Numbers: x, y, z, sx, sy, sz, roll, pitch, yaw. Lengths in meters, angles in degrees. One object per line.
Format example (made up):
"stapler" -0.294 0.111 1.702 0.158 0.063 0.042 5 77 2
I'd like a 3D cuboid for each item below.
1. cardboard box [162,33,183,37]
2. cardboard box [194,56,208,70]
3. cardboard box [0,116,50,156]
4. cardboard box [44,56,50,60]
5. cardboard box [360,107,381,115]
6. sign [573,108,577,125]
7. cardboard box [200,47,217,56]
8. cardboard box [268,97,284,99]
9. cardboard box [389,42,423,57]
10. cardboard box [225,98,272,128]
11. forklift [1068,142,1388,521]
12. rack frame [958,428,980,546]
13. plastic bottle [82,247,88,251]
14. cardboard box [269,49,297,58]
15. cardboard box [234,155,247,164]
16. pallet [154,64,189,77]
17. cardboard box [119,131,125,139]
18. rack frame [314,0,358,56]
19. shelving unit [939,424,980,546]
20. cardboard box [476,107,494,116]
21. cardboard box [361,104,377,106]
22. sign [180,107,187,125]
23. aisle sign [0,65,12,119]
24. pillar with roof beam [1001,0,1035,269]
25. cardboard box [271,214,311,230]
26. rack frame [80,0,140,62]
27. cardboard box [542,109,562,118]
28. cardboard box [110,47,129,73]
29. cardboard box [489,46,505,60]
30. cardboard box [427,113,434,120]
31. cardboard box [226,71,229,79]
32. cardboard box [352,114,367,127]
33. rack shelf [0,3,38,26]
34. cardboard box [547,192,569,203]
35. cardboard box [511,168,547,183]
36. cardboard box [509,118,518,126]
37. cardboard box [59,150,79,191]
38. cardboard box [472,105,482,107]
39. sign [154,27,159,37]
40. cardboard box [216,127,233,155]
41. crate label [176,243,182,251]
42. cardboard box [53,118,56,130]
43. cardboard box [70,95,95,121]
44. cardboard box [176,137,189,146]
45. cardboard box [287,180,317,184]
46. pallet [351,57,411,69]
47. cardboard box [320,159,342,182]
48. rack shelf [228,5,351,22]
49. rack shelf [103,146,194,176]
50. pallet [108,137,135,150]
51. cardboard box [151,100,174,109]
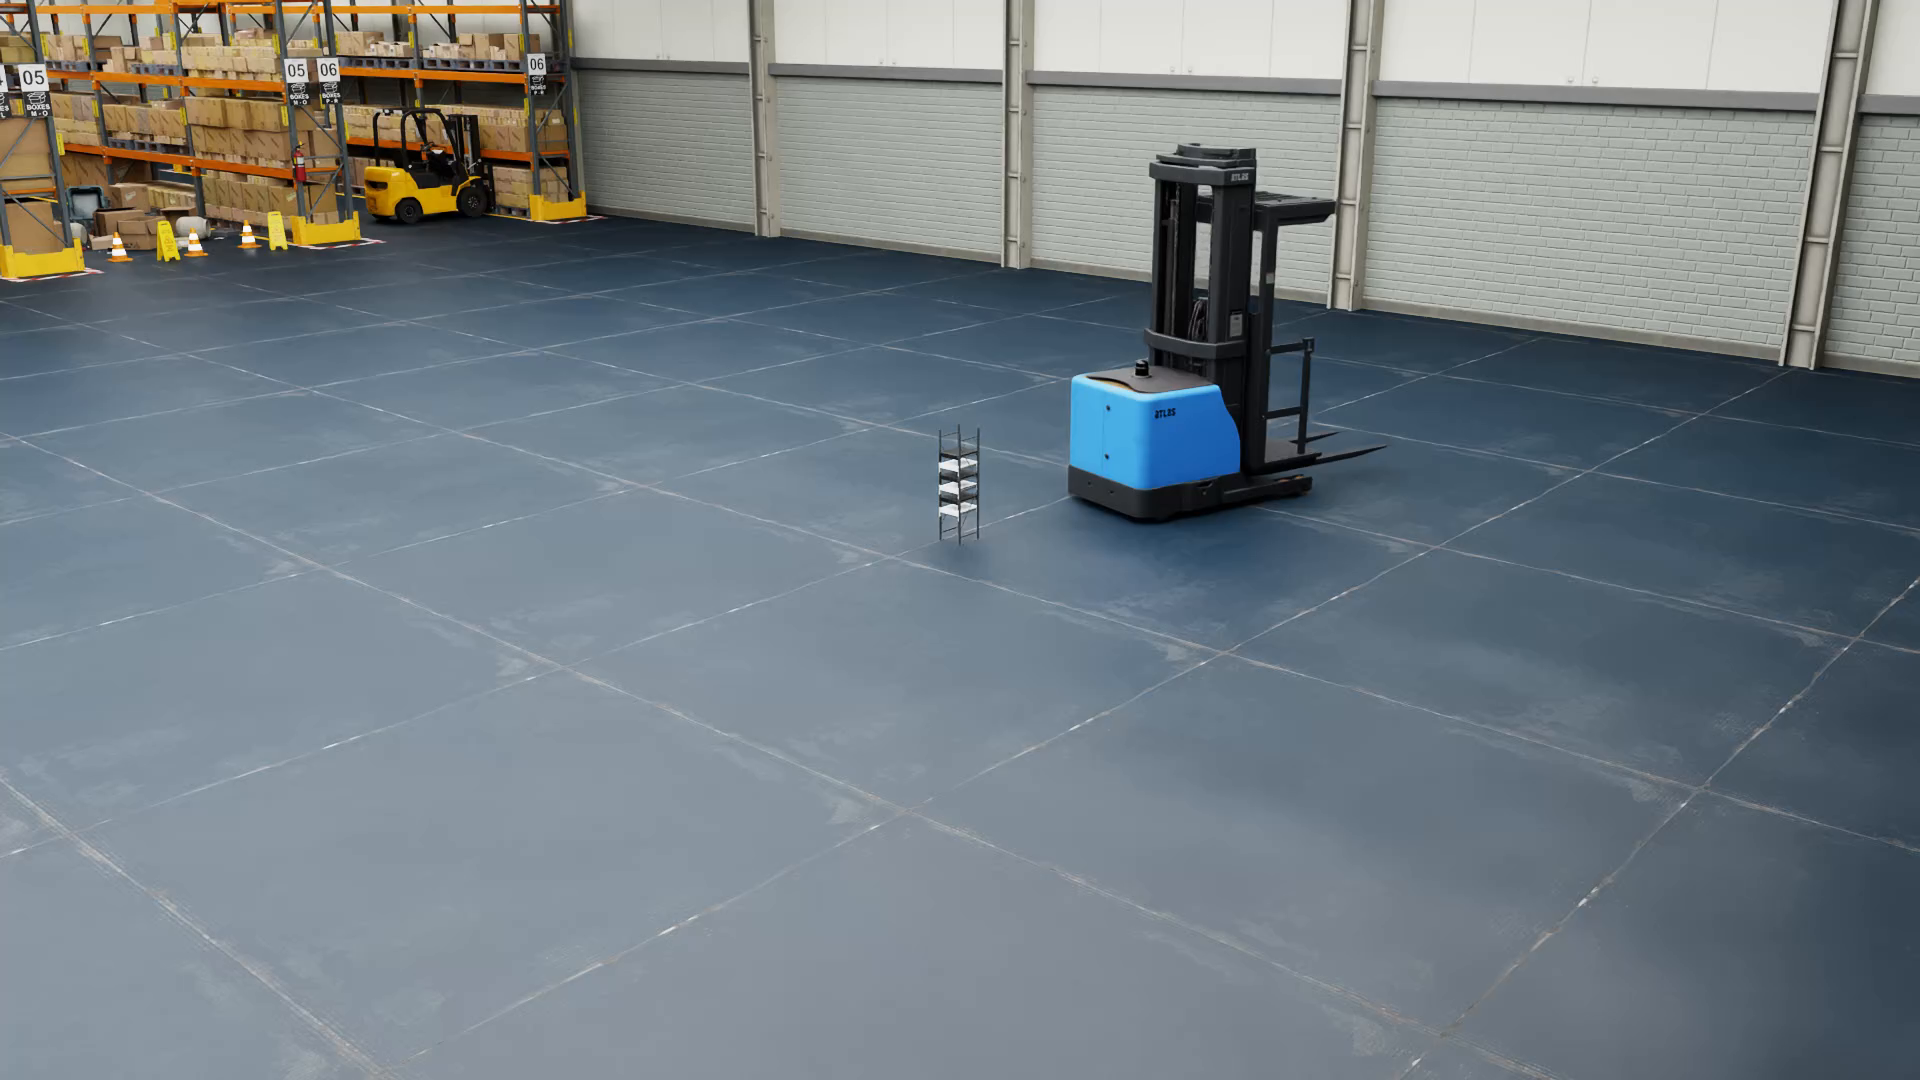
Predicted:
"cardboard box" -19.935 -12.765 42.345 0.500 0.250 0.500 15 23 39
"cardboard box" -13.878 -8.887 30.954 0.500 0.250 0.500 15 23 39
"cardboard box" -14.887 -6.365 26.176 0.550 0.550 0.875 15 23 39
"cardboard box" -19.267 -10.365 35.382 0.396 0.266 0.258 -16 24 -41
"cardboard box" -13.102 -9.535 36.961 0.250 0.149 0.380 16 23 40
"sign" -7.761 -8.534 33.483 0.005 0.325 0.100 15 23 39
"cardboard box" -13.814 -9.033 30.753 0.250 0.149 0.380 15 23 39
"cardboard box" -16.508 -10.365 39.954 0.500 0.500 0.700 15 23 40
"cardboard box" -11.828 -10.488 35.530 0.500 0.311 0.500 14 22 38
"cardboard box" -13.057 -7.869 30.639 0.500 0.500 0.700 15 23 39
"forklift" 2.431 -1.874 14.171 3.031 2.935 1.130 -11 21 -32
"rack frame" 0.070 -0.410 12.916 0.006 0.900 0.240 15 23 39
"plastic bottle" -15.336 -5.059 28.951 0.133 0.061 0.283 7 19 21
"cardboard box" -11.874 -8.527 29.160 0.250 0.149 0.380 15 23 40
"cardboard box" -13.237 -7.080 30.878 0.250 0.149 0.380 15 23 39
"pallet" -14.808 -9.127 32.265 1.003 0.211 1.213 15 23 39
"cardboard box" -16.926 -8.286 33.982 0.250 0.149 0.380 13 22 36
"rack frame" -14.117 -12.425 37.388 0.127 3.000 1.000 15 23 39
"shelving unit" -0.006 -0.431 12.981 0.210 0.900 0.258 15 23 39
"cardboard box" -9.692 -8.789 34.118 0.250 0.149 0.380 15 23 40
"cardboard box" -13.470 -9.876 38.035 0.250 0.149 0.380 16 23 41
"sign" -14.783 -8.065 31.650 0.005 0.325 0.100 15 23 39
"aisle sign" -14.782 -6.853 25.448 0.004 0.787 0.394 15 23 39
"pillar with roof beam" -1.938 -7.779 22.748 0.400 9.000 9.100 15 23 39
"cardboard box" -12.227 -5.832 30.380 0.500 0.250 0.500 15 23 39
"rack frame" -17.409 -11.302 33.847 0.127 3.000 1.000 15 23 39
"cardboard box" -8.243 -8.574 33.440 0.250 0.149 0.380 14 23 38
"cardboard box" -16.707 -9.727 33.679 0.500 0.500 0.700 15 23 39
"cardboard box" -9.145 -9.722 33.190 0.258 0.266 0.396 15 23 39
"cardboard box" -11.061 -8.996 35.262 0.250 0.149 0.380 15 23 38
"cardboard box" -13.192 -8.521 30.458 0.250 0.149 0.380 15 23 40
"cardboard box" -13.194 -9.378 37.126 0.500 0.250 0.500 14 23 38
"rack shelf" -16.131 -8.423 26.627 4.000 0.370 1.077 15 23 39
"cardboard box" -8.371 -6.992 34.036 0.500 0.250 0.500 15 23 39
"cardboard box" -8.685 -7.348 33.504 0.500 0.250 0.500 16 24 41
"cardboard box" -8.790 -8.367 33.281 0.250 0.149 0.380 16 23 40
"cardboard box" -19.203 -8.147 36.642 0.875 0.875 0.875 16 24 41
"cardboard box" -10.090 -9.120 35.160 0.250 0.149 0.380 14 23 38
"sign" -20.461 -12.896 42.384 0.005 0.325 0.100 15 23 39
"cardboard box" -13.515 -7.478 31.058 0.500 0.500 0.500 15 23 39
"crate label" -13.715 -5.090 28.925 0.298 0.136 0.250 4 18 11
"cardboard box" -19.490 -9.054 36.105 0.500 0.250 0.500 15 23 40
"cardboard box" -18.359 -9.112 35.047 0.500 0.500 0.500 16 23 40
"cardboard box" -14.985 -7.760 32.327 0.250 0.149 0.380 15 23 40
"cardboard box" -12.257 -6.416 30.982 0.500 0.500 0.500 14 22 37
"pallet" -12.712 -10.566 36.799 1.213 0.211 1.003 16 24 42
"cardboard box" -14.576 -8.611 38.724 0.500 0.500 0.500 16 24 41
"rack shelf" -15.613 -12.294 38.822 4.000 0.370 1.077 15 23 39
"rack shelf" -15.913 -7.698 33.598 4.000 0.370 1.077 15 23 39
"pallet" -16.805 -8.232 34.408 1.003 0.211 1.213 15 23 39
"cardboard box" -15.657 -8.565 32.716 0.250 0.149 0.380 14 22 37
